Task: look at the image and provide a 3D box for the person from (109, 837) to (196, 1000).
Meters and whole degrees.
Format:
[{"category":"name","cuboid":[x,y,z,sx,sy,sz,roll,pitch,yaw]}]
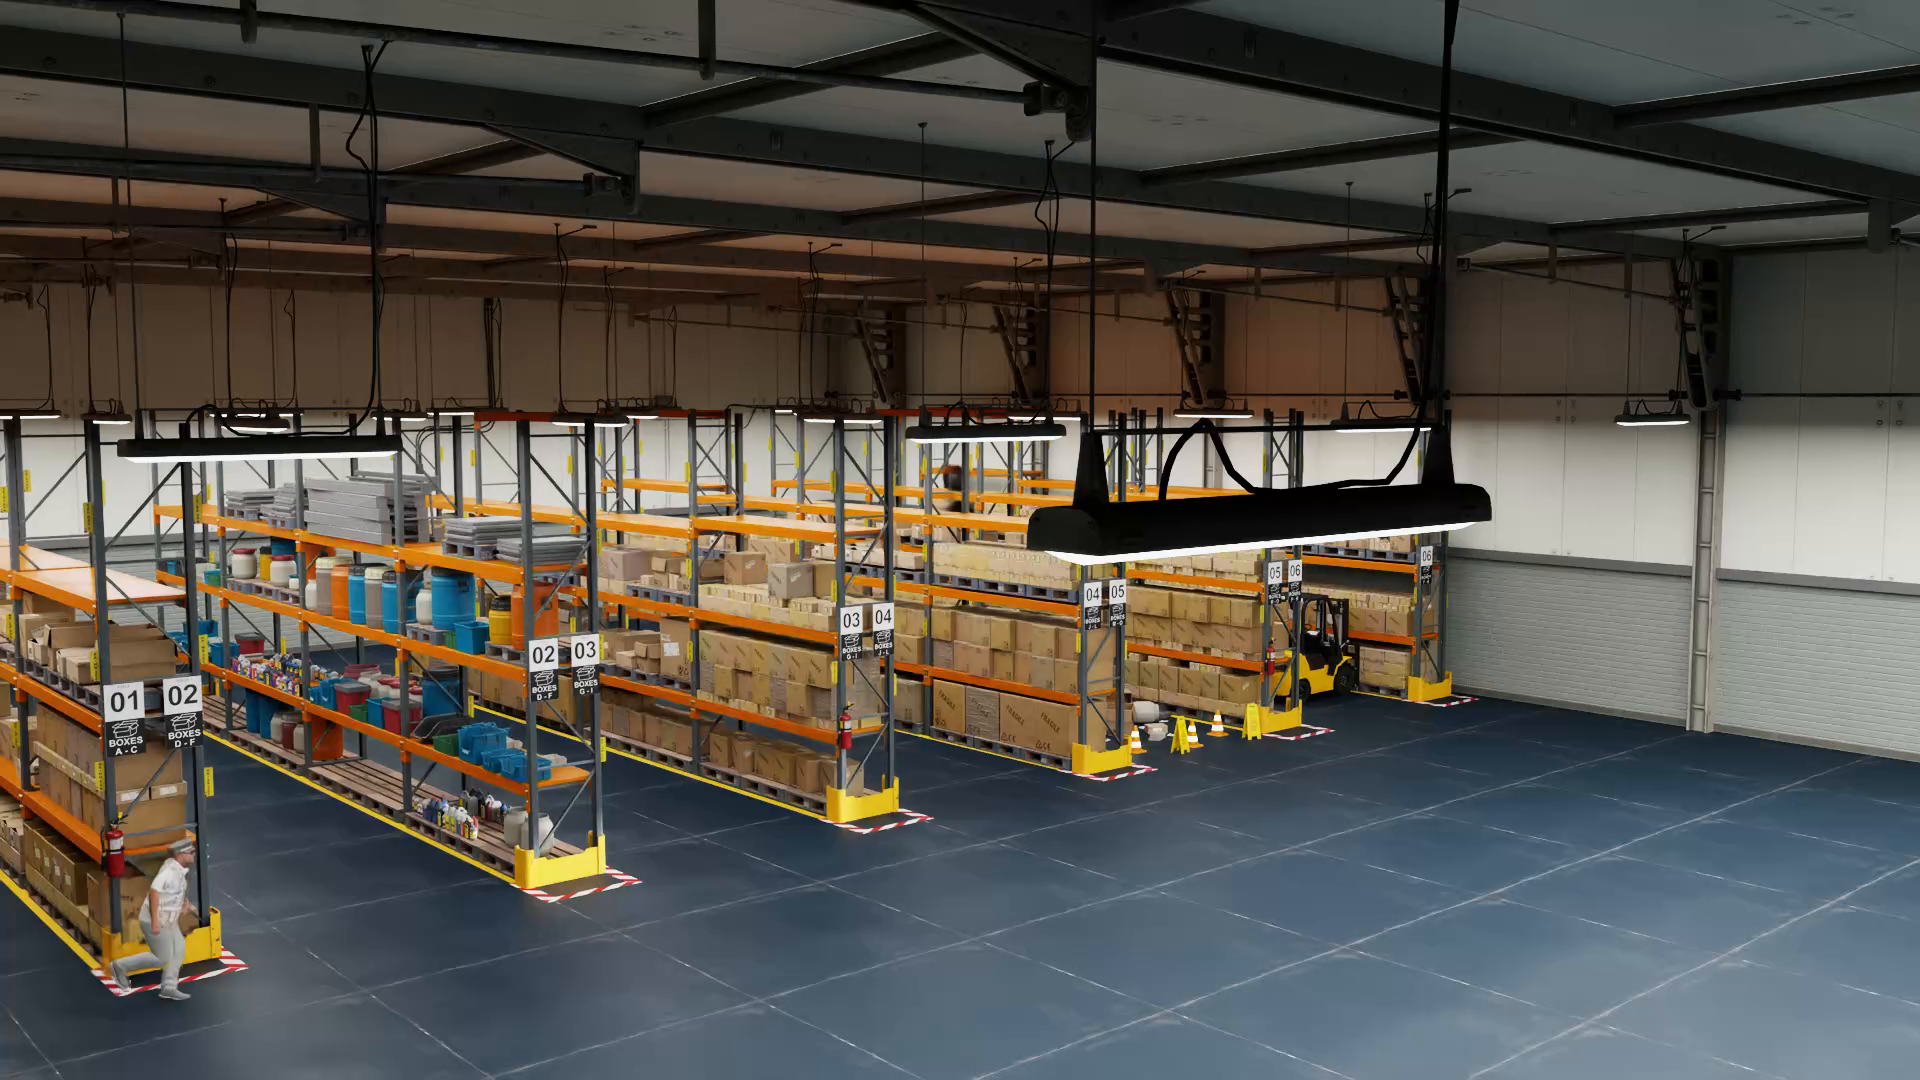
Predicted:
[{"category":"person","cuboid":[-8.390,3.985,17.381,0.795,1.715,0.666,-2,5,-21]}]
